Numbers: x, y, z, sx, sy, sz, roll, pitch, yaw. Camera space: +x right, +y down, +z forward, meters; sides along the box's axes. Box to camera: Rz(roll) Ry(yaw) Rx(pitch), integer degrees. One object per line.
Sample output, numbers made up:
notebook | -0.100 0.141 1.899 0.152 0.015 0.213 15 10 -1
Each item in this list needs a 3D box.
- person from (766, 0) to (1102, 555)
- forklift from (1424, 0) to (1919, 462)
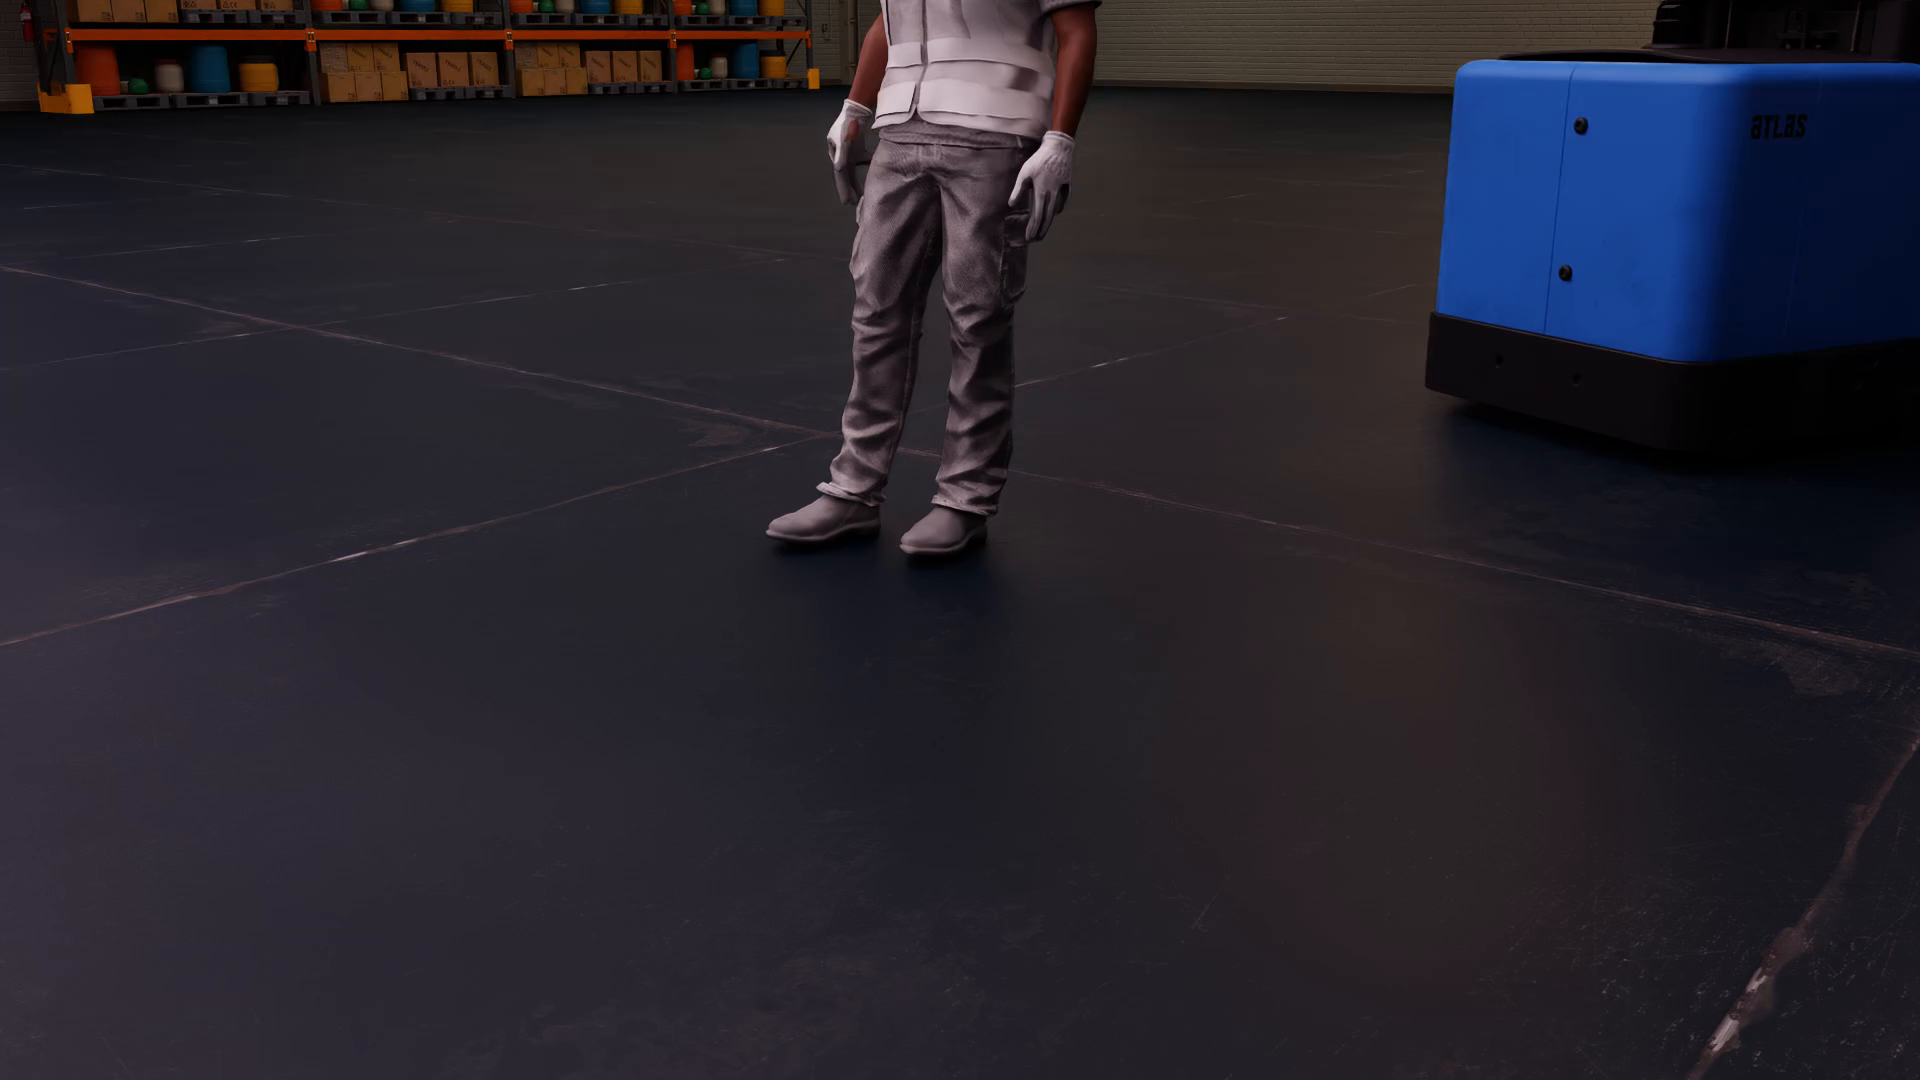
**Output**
person | -0.053 -0.846 3.632 0.657 1.785 0.575 13 21 37
forklift | 3.031 -1.897 5.145 3.031 2.935 1.130 -8 19 -26
